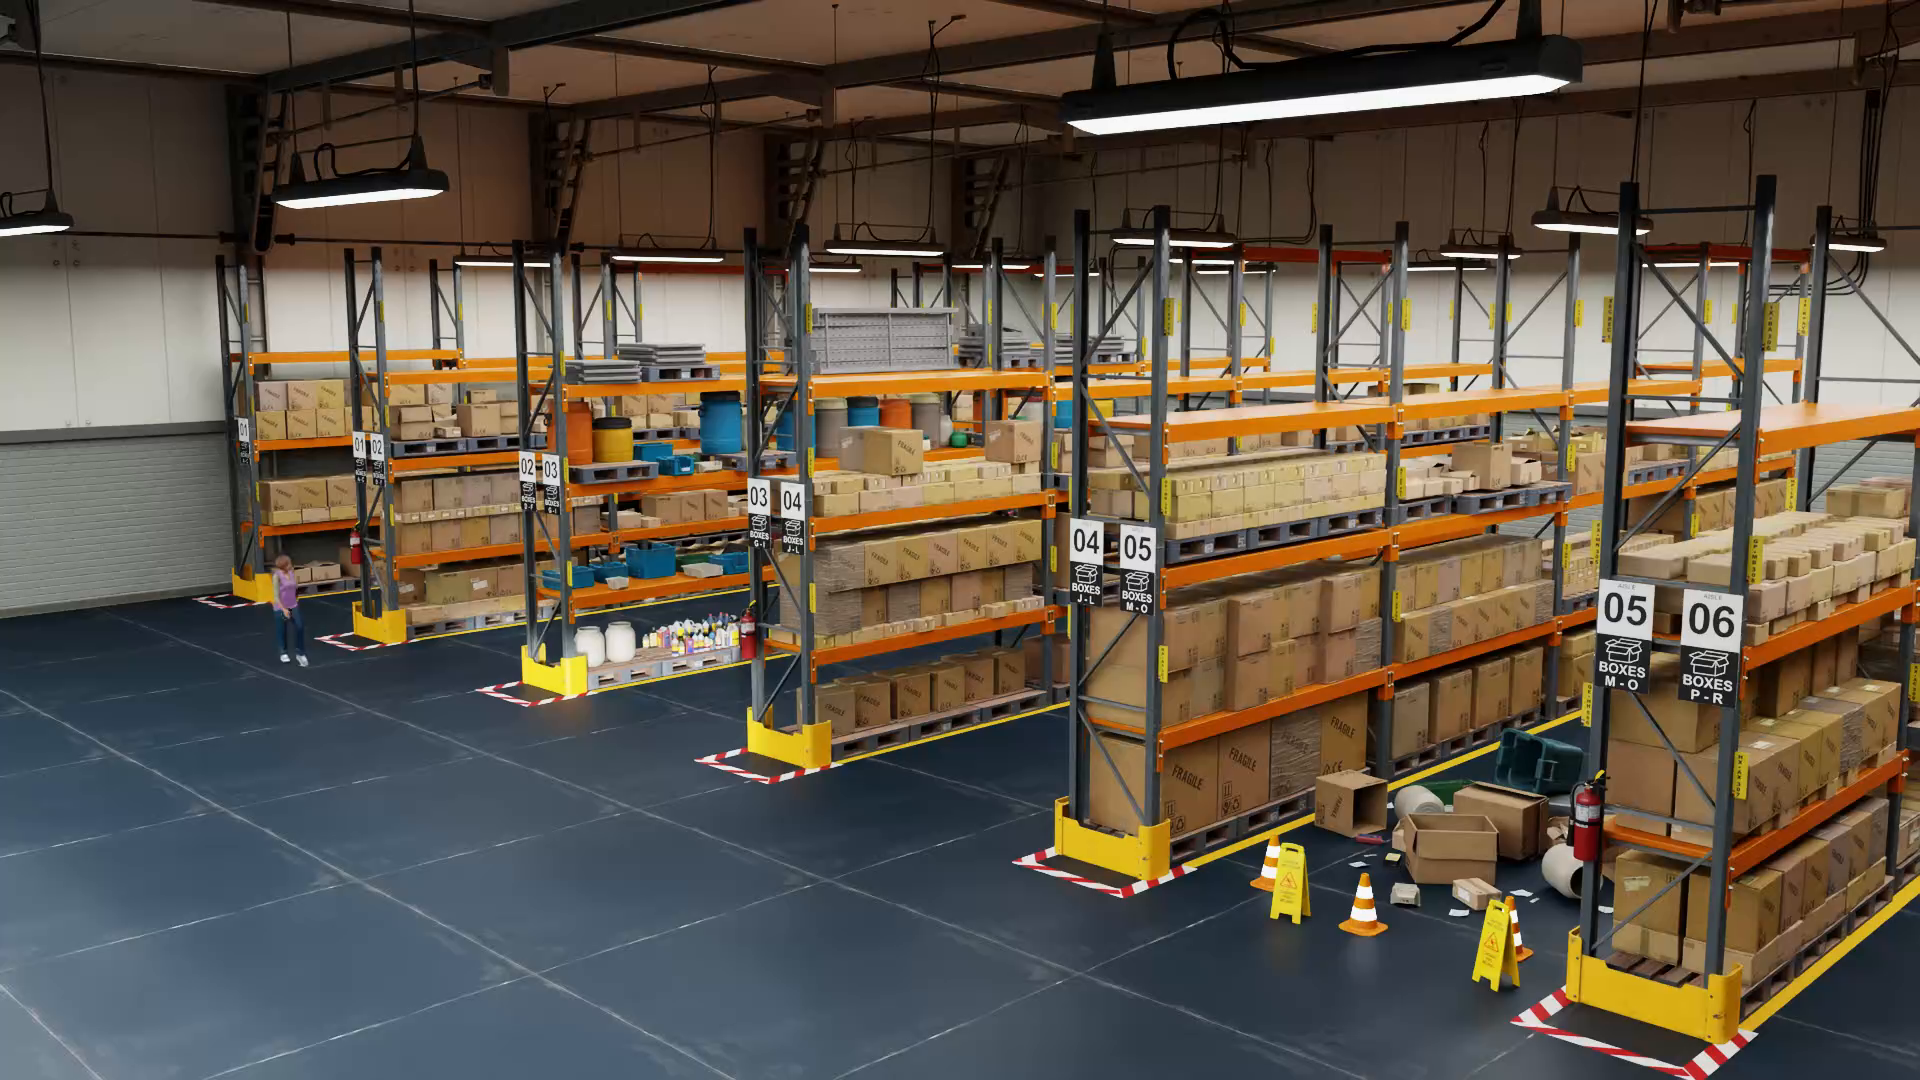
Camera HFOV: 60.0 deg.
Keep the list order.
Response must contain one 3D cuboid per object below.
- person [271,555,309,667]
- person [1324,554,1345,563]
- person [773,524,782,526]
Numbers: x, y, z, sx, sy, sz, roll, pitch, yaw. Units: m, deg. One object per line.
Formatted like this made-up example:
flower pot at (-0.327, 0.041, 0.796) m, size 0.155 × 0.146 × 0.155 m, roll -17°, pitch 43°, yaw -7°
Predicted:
person at (-9.659, 1.020, 23.841) m, size 0.399 × 1.582 × 0.596 m, roll -7°, pitch 10°, yaw -39°
person at (5.299, 0.993, 23.741) m, size 0.547 × 1.667 × 0.435 m, roll -5°, pitch 10°, yaw -32°
person at (-3.733, -0.559, 34.890) m, size 0.368 × 1.682 × 0.491 m, roll 8°, pitch 11°, yaw 44°
